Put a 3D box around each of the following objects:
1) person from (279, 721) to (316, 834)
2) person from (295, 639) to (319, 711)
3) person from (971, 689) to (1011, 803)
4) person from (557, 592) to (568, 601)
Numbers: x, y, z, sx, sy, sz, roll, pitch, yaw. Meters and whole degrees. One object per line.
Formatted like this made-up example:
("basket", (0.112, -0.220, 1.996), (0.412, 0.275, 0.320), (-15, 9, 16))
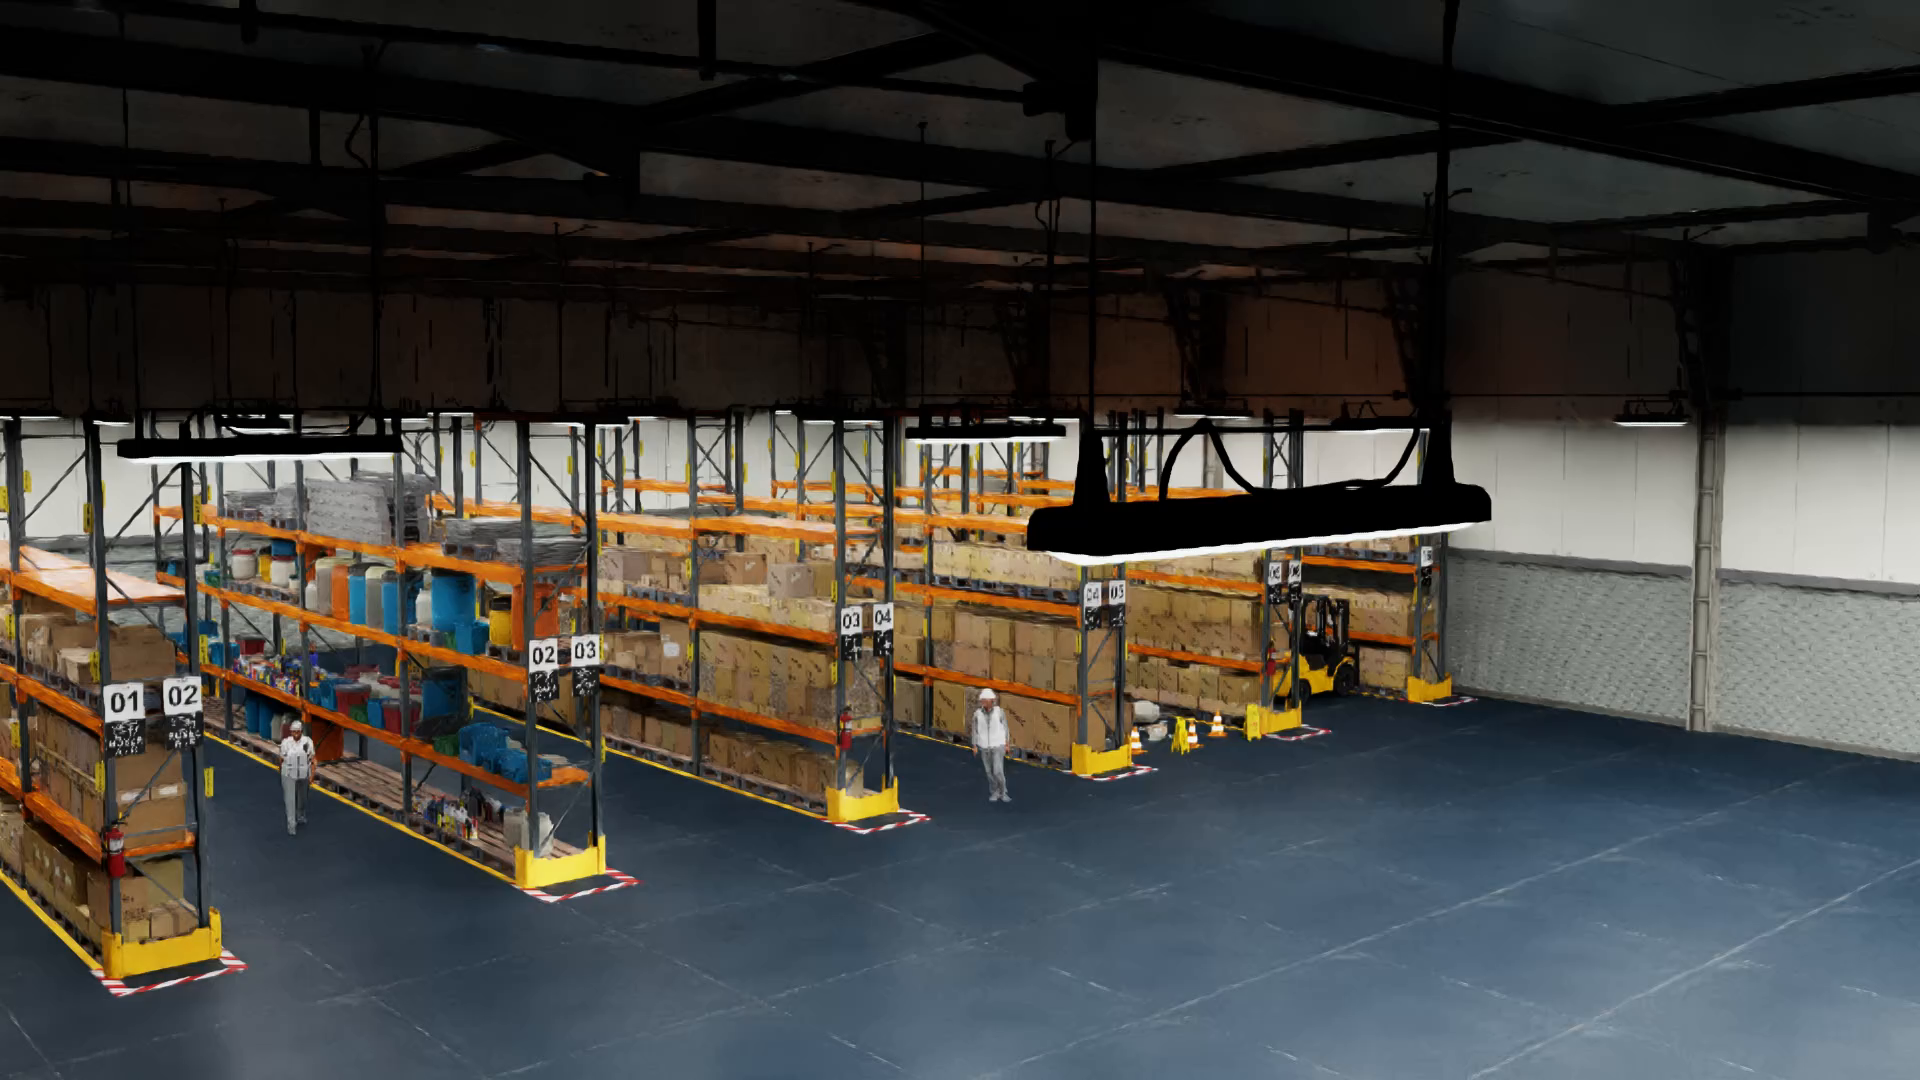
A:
("person", (-9.596, 3.403, 24.121), (0.476, 1.598, 1.003), (-3, 6, -32))
("person", (-12.627, 2.701, 32.234), (0.821, 1.591, 0.621), (3, 6, 32))
("person", (0.498, 3.174, 25.795), (0.639, 1.759, 0.500), (1, 5, 16))
("person", (-9.913, 1.886, 40.912), (0.605, 1.731, 0.983), (-2, 5, -21))
